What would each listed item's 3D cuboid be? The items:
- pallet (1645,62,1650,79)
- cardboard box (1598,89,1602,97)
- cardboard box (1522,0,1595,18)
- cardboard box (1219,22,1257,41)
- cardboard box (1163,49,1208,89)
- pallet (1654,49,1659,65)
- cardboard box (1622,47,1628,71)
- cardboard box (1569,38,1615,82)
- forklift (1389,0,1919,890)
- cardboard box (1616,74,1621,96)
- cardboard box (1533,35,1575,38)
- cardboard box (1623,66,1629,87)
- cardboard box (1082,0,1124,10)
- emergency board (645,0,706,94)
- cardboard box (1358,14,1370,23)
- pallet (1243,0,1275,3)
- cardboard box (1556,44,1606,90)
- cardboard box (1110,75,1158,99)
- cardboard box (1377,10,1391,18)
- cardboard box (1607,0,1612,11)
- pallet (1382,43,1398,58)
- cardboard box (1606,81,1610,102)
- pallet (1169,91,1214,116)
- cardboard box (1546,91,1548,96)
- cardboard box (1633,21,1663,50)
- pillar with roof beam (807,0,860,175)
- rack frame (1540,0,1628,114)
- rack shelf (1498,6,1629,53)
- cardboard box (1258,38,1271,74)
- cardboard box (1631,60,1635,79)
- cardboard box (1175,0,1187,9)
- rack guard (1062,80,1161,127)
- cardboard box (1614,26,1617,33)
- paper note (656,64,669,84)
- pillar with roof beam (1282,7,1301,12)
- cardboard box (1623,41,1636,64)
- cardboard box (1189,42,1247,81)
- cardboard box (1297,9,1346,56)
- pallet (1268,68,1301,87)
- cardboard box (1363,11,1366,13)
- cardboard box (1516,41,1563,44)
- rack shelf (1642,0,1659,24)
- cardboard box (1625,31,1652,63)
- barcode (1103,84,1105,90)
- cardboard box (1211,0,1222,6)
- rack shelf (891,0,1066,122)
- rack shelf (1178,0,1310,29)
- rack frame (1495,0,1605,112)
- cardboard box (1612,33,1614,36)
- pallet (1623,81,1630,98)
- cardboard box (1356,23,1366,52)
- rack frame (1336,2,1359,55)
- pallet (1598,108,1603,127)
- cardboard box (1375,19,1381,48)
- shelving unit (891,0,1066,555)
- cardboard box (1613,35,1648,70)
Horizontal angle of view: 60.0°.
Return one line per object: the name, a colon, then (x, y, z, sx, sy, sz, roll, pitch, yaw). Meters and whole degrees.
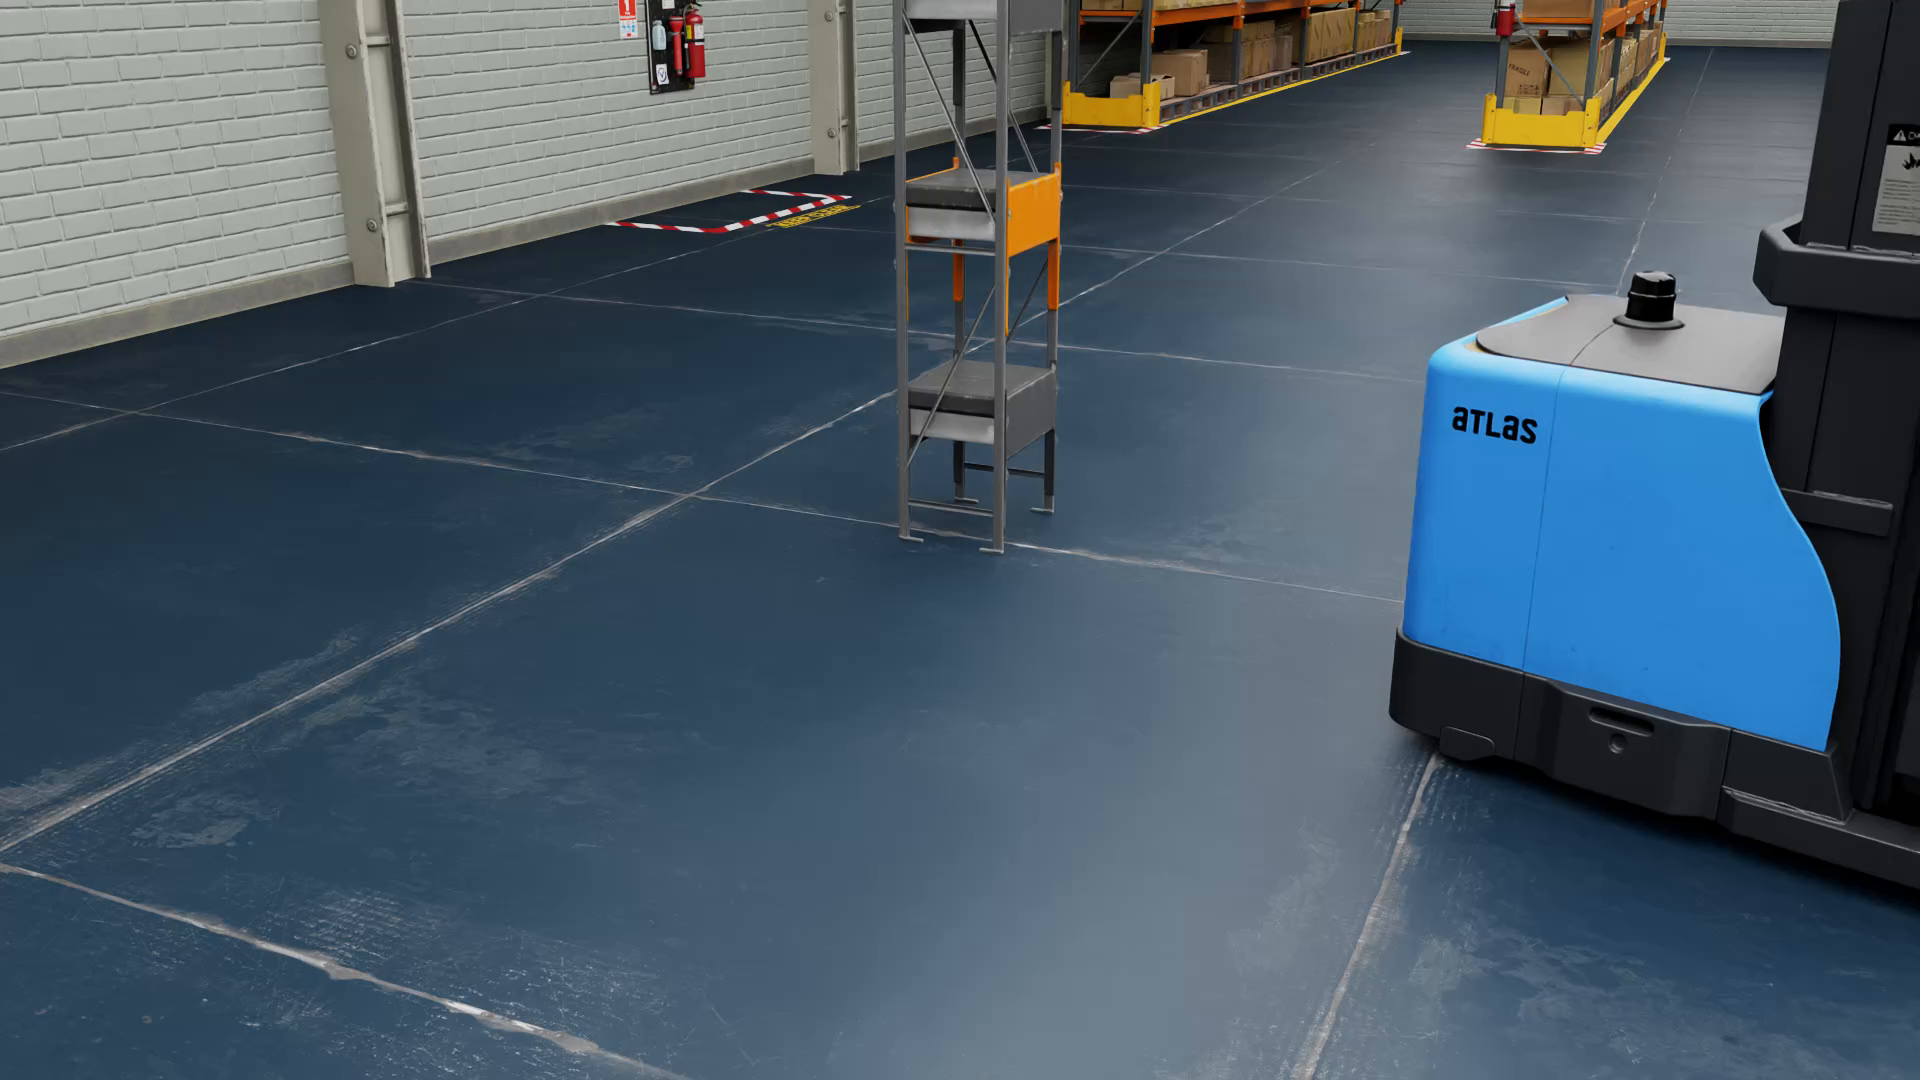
pallet: (10.915, -7.836, 27.687, 1.003, 0.211, 1.213, 9, 21, 23)
cardboard box: (7.129, -5.077, 19.245, 0.500, 0.250, 0.500, 9, 21, 23)
cardboard box: (6.502, -5.923, 17.998, 0.700, 0.500, 0.500, 9, 21, 23)
cardboard box: (4.090, -7.541, 24.652, 0.500, 0.250, 0.500, 8, 21, 21)
cardboard box: (3.028, -6.343, 22.402, 0.500, 0.500, 0.500, 7, 21, 19)
pallet: (12.495, -9.045, 31.088, 1.003, 0.211, 1.213, 9, 21, 23)
cardboard box: (8.755, -6.527, 22.486, 0.500, 0.311, 0.500, 8, 21, 21)
cardboard box: (7.732, -5.890, 20.413, 0.500, 0.500, 0.500, 9, 21, 23)
forklift: (2.602, -0.649, 3.420, 3.031, 2.935, 1.130, 16, 25, 37)
cardboard box: (8.329, -5.949, 21.698, 0.500, 0.250, 0.500, 8, 21, 21)
cardboard box: (7.462, -6.115, 21.044, 0.500, 0.500, 0.500, 9, 21, 23)
cardboard box: (8.958, -6.420, 23.020, 0.500, 0.250, 0.500, 9, 21, 24)
cardboard box: (1.793, -6.522, 20.025, 0.500, 0.250, 0.500, 9, 21, 23)
emergency board: (-2.228, -4.162, 13.195, 0.194, 1.169, 0.643, 9, 21, 23)
cardboard box: (7.399, -9.702, 30.908, 0.380, 0.149, 0.250, 9, 22, 25)
pallet: (3.862, -7.760, 23.598, 1.003, 0.211, 1.213, 9, 21, 23)
cardboard box: (7.118, -5.432, 19.123, 0.500, 0.500, 0.500, 9, 21, 23)
cardboard box: (2.144, -5.553, 20.463, 0.500, 0.311, 0.500, 6, 20, 17)
cardboard box: (8.249, -10.338, 32.698, 0.380, 0.149, 0.250, 8, 21, 22)
cardboard box: (7.551, -6.706, 20.200, 0.700, 0.500, 0.500, 8, 21, 22)
pallet: (8.074, -9.736, 33.029, 1.003, 0.211, 1.213, 9, 21, 23)
cardboard box: (7.733, -5.537, 20.538, 0.500, 0.250, 0.500, 9, 21, 23)
pallet: (2.676, -5.738, 21.789, 1.003, 0.211, 1.213, 9, 21, 23)
cardboard box: (6.443, -4.996, 19.018, 0.500, 0.250, 0.500, 9, 21, 23)
cardboard box: (12.853, -9.456, 31.154, 0.500, 0.500, 0.500, 9, 21, 23)
pillar with roof beam: (2.747, -7.148, 12.638, 9.100, 9.000, 0.400, 9, 21, 23)
rack frame: (7.937, -6.958, 21.057, 1.000, 3.000, 0.127, 9, 21, 23)
rack shelf: (7.118, -6.007, 19.458, 1.077, 0.370, 4.000, 9, 21, 23)
cardboard box: (4.313, -7.364, 25.273, 0.700, 0.500, 0.500, 8, 21, 22)
cardboard box: (9.582, -6.889, 24.339, 0.500, 0.250, 0.500, 9, 22, 24)
cardboard box: (2.468, -6.619, 20.297, 0.500, 0.250, 0.500, 8, 21, 21)
rack guard: (1.810, -5.259, 20.011, 1.175, 0.500, 0.348, 9, 21, 23)
cardboard box: (10.383, -8.366, 26.971, 0.500, 0.250, 0.500, 9, 21, 23)
paper note: (-2.363, -3.702, 13.217, 0.016, 0.148, 0.142, 9, 21, 23)
pillar with roof beam: (10.118, -12.650, 28.110, 9.100, 9.000, 0.400, 9, 21, 23)
cardboard box: (9.379, -6.993, 23.797, 0.500, 0.311, 0.500, 8, 21, 22)
cardboard box: (3.703, -6.893, 23.949, 0.700, 0.500, 0.500, 9, 22, 25)
cardboard box: (6.184, -8.778, 28.757, 0.750, 0.750, 0.750, 9, 22, 24)
pallet: (4.733, -7.307, 26.199, 1.003, 0.211, 1.213, 9, 21, 23)
cardboard box: (7.694, -10.237, 32.413, 0.380, 0.149, 0.250, 9, 21, 23)
cardboard box: (6.850, -5.656, 19.753, 0.500, 0.500, 0.500, 9, 21, 23)
rack shelf: (10.394, -8.453, 26.335, 1.077, 0.370, 4.000, 9, 21, 23)
cardboard box: (11.063, -8.093, 27.322, 0.500, 0.500, 0.500, 9, 21, 23)
barcode: (1.787, -5.618, 20.632, 0.001, 0.075, 0.075, 9, 21, 23)
cardboard box: (3.096, -7.082, 21.599, 0.500, 0.250, 0.500, 8, 21, 22)
rack shelf: (0.068, -1.687, 5.529, 0.431, 0.518, 0.480, 9, 21, 23)
rack shelf: (4.236, -7.909, 24.804, 1.077, 0.370, 4.000, 9, 21, 23)
rack frame: (6.299, -5.735, 17.618, 1.000, 3.000, 0.127, 9, 21, 23)
cardboard box: (10.166, -7.848, 26.633, 0.500, 0.500, 0.500, 8, 21, 21)
pallet: (9.203, -6.620, 24.270, 1.003, 0.211, 1.213, 9, 21, 23)
cardboard box: (7.092, -9.317, 30.793, 0.700, 0.500, 0.500, 9, 21, 23)
rack frame: (6.693, -10.082, 29.841, 1.000, 3.000, 0.127, 9, 21, 23)
pallet: (7.075, -5.032, 19.804, 1.003, 0.211, 1.213, 9, 21, 23)
cardboard box: (7.725, -9.790, 32.125, 0.700, 0.500, 0.500, 8, 21, 21)
shelving unit: (0.068, -1.040, 5.759, 0.431, 2.100, 0.503, 9, 21, 23)
cardboard box: (10.442, -7.624, 26.002, 0.500, 0.500, 0.500, 8, 21, 22)
